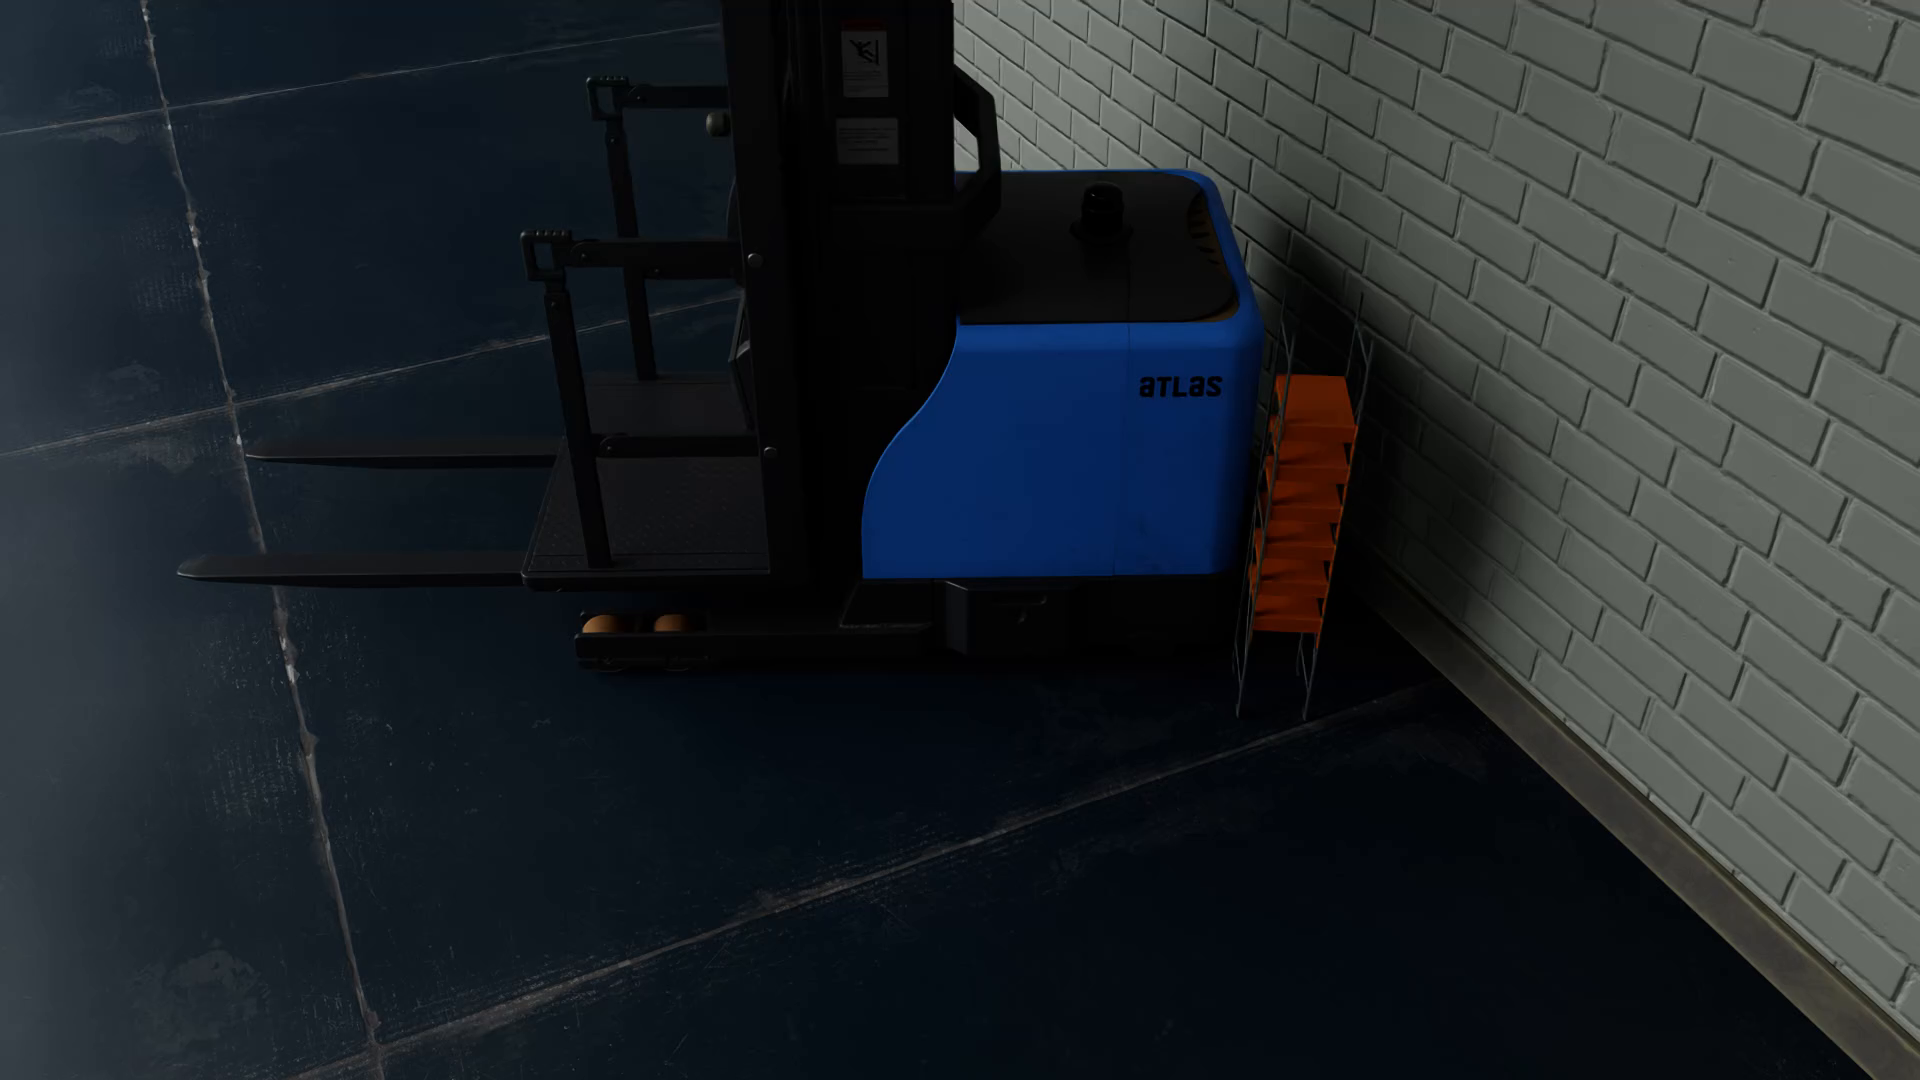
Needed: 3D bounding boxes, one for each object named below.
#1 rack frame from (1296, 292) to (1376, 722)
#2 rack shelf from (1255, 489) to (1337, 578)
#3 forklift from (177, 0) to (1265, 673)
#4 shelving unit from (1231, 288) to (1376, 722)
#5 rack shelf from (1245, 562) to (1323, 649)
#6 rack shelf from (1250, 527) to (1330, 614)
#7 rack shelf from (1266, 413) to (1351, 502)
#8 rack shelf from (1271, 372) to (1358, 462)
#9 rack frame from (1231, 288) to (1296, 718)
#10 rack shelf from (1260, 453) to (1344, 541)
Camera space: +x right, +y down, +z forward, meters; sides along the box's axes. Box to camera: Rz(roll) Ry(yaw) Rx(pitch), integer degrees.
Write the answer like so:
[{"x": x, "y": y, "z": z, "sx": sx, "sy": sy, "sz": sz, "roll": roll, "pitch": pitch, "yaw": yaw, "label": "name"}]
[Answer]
[{"x": 0.964, "y": -0.052, "z": 4.313, "sx": 0.006, "sy": 1.200, "sz": 0.240, "roll": 3, "pitch": 37, "yaw": 3, "label": "rack frame"}, {"x": 0.872, "y": -0.021, "z": 4.344, "sx": 0.180, "sy": 0.103, "sz": 0.258, "roll": 3, "pitch": 37, "yaw": 3, "label": "rack shelf"}, {"x": -0.731, "y": -1.118, "z": 4.297, "sx": 3.031, "sy": 2.935, "sz": 1.130, "roll": -1, "pitch": 37, "yaw": -1, "label": "forklift"}, {"x": 0.873, "y": -0.057, "z": 4.318, "sx": 0.189, "sy": 1.200, "sz": 0.258, "roll": 3, "pitch": 37, "yaw": 3, "label": "shelving unit"}, {"x": 0.869, "y": 0.171, "z": 4.487, "sx": 0.180, "sy": 0.103, "sz": 0.258, "roll": 3, "pitch": 37, "yaw": 3, "label": "rack shelf"}, {"x": 0.871, "y": 0.075, "z": 4.416, "sx": 0.180, "sy": 0.103, "sz": 0.258, "roll": 3, "pitch": 37, "yaw": 3, "label": "rack shelf"}, {"x": 0.875, "y": -0.214, "z": 4.201, "sx": 0.180, "sy": 0.103, "sz": 0.258, "roll": 3, "pitch": 37, "yaw": 3, "label": "rack shelf"}, {"x": 0.876, "y": -0.310, "z": 4.129, "sx": 0.180, "sy": 0.103, "sz": 0.258, "roll": 3, "pitch": 37, "yaw": 3, "label": "rack shelf"}, {"x": 0.781, "y": -0.061, "z": 4.322, "sx": 0.006, "sy": 1.200, "sz": 0.240, "roll": 3, "pitch": 37, "yaw": 3, "label": "rack frame"}, {"x": 0.873, "y": -0.117, "z": 4.273, "sx": 0.180, "sy": 0.103, "sz": 0.258, "roll": 3, "pitch": 37, "yaw": 3, "label": "rack shelf"}]
